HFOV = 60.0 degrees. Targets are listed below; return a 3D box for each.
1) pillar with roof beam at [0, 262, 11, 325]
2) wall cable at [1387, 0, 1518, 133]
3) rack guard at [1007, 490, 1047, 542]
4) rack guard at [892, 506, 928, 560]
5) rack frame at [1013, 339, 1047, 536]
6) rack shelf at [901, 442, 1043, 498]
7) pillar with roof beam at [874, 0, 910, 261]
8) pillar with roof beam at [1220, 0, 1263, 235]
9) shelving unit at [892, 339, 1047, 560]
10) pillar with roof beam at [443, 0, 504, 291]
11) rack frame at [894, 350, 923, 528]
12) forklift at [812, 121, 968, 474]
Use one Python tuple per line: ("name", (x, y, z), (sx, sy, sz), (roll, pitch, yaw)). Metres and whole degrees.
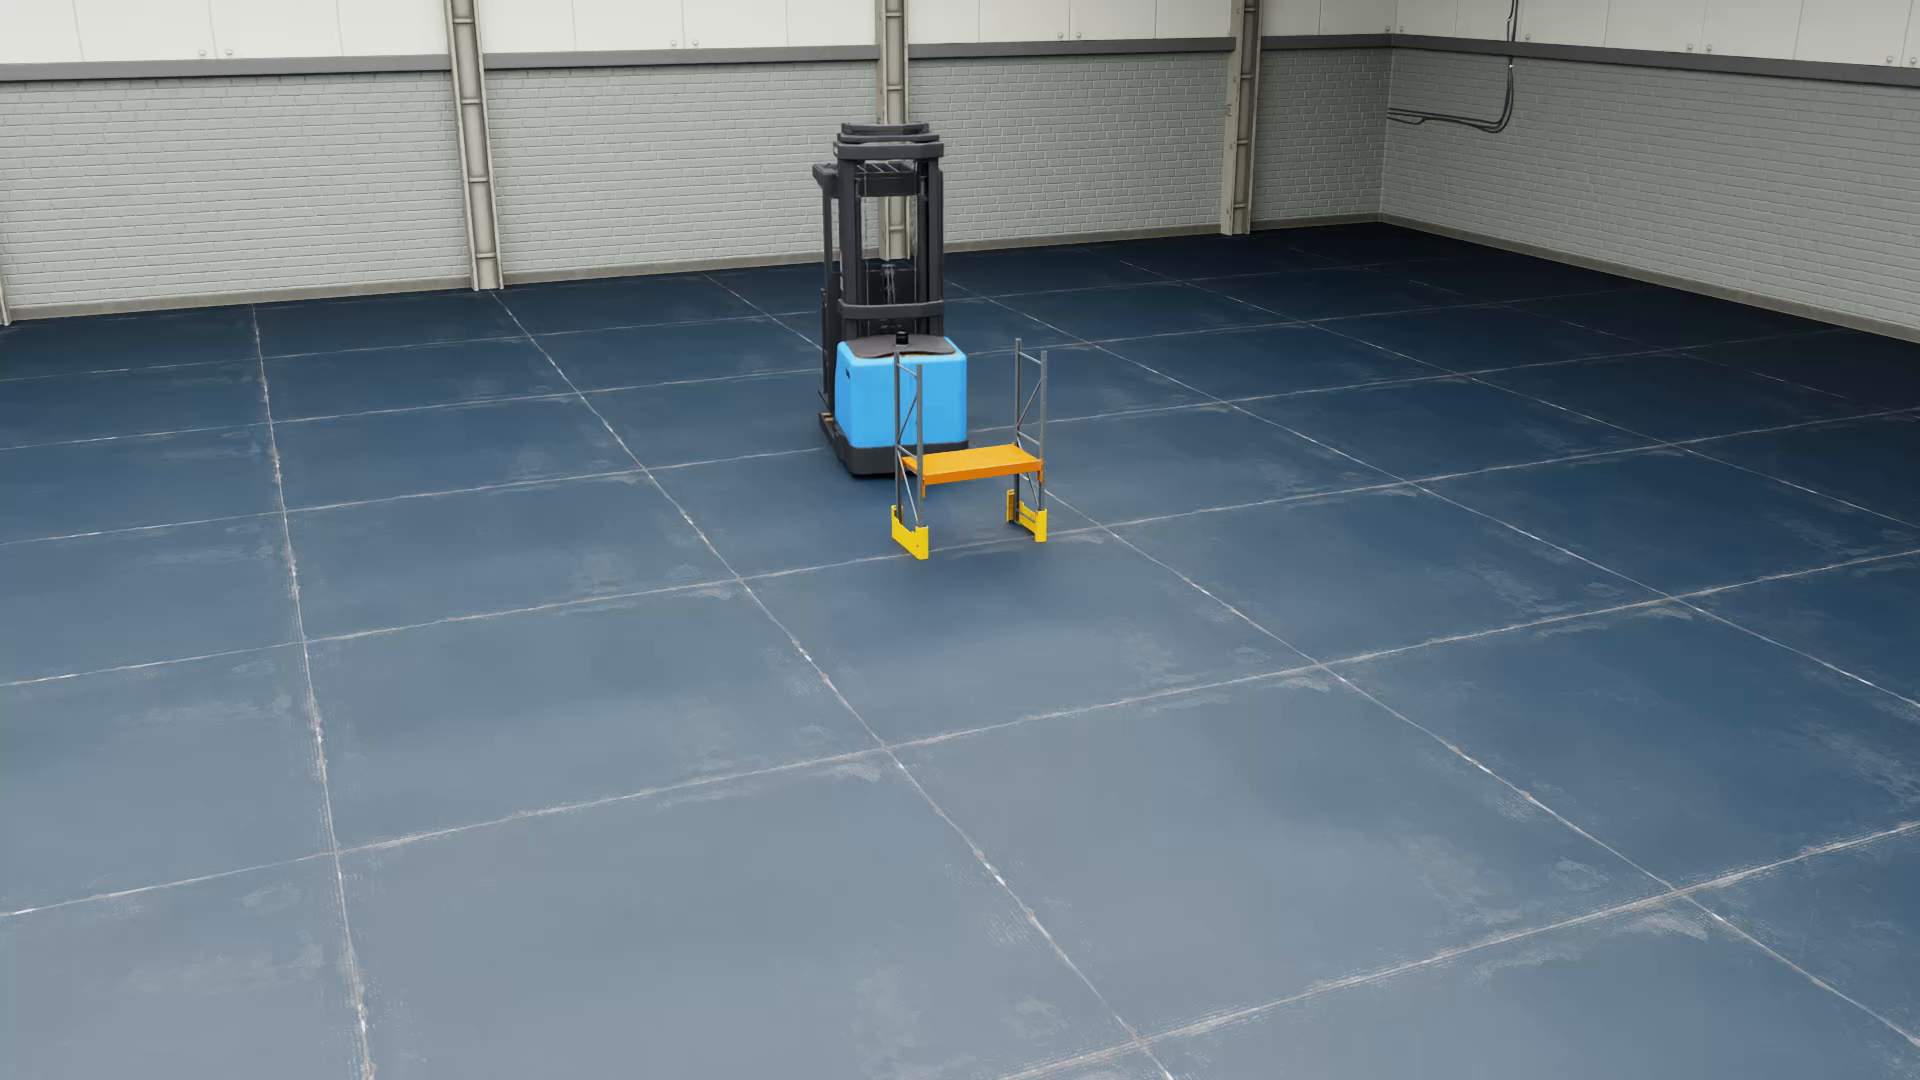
("pillar with roof beam", (-10.303, -5.613, 15.413), (0.400, 9.000, 9.100), (-8, 21, -22))
("wall cable", (7.748, -7.813, 26.338), (0.112, 2.526, 3.097), (-8, 21, -22))
("rack guard", (0.527, -0.193, 13.195), (0.087, 0.250, 0.587), (-8, 21, -22))
("rack guard", (-0.387, -0.062, 12.823), (0.087, 0.250, 0.587), (-8, 21, -22))
("rack frame", (0.545, -0.786, 12.995), (0.032, 1.500, 0.500), (-8, 21, -22))
("rack shelf", (0.078, -0.549, 12.865), (1.000, 0.185, 0.538), (-8, 21, -22))
("pillar with roof beam", (0.715, -7.191, 19.897), (0.400, 9.000, 9.100), (-8, 21, -22))
("pillar with roof beam", (6.224, -7.981, 22.138), (0.400, 9.000, 9.100), (-8, 21, -22))
("shelving unit", (0.070, -0.717, 12.801), (1.083, 1.500, 0.587), (-8, 21, -22))
("pillar with roof beam", (-4.794, -6.402, 17.655), (0.400, 9.000, 9.100), (-8, 21, -22))
("rack frame", (-0.388, -0.652, 12.615), (0.032, 1.500, 0.500), (-8, 21, -22))
("forklift", (-0.745, -2.404, 15.435), (1.130, 2.935, 3.031), (-4, 20, -12))
